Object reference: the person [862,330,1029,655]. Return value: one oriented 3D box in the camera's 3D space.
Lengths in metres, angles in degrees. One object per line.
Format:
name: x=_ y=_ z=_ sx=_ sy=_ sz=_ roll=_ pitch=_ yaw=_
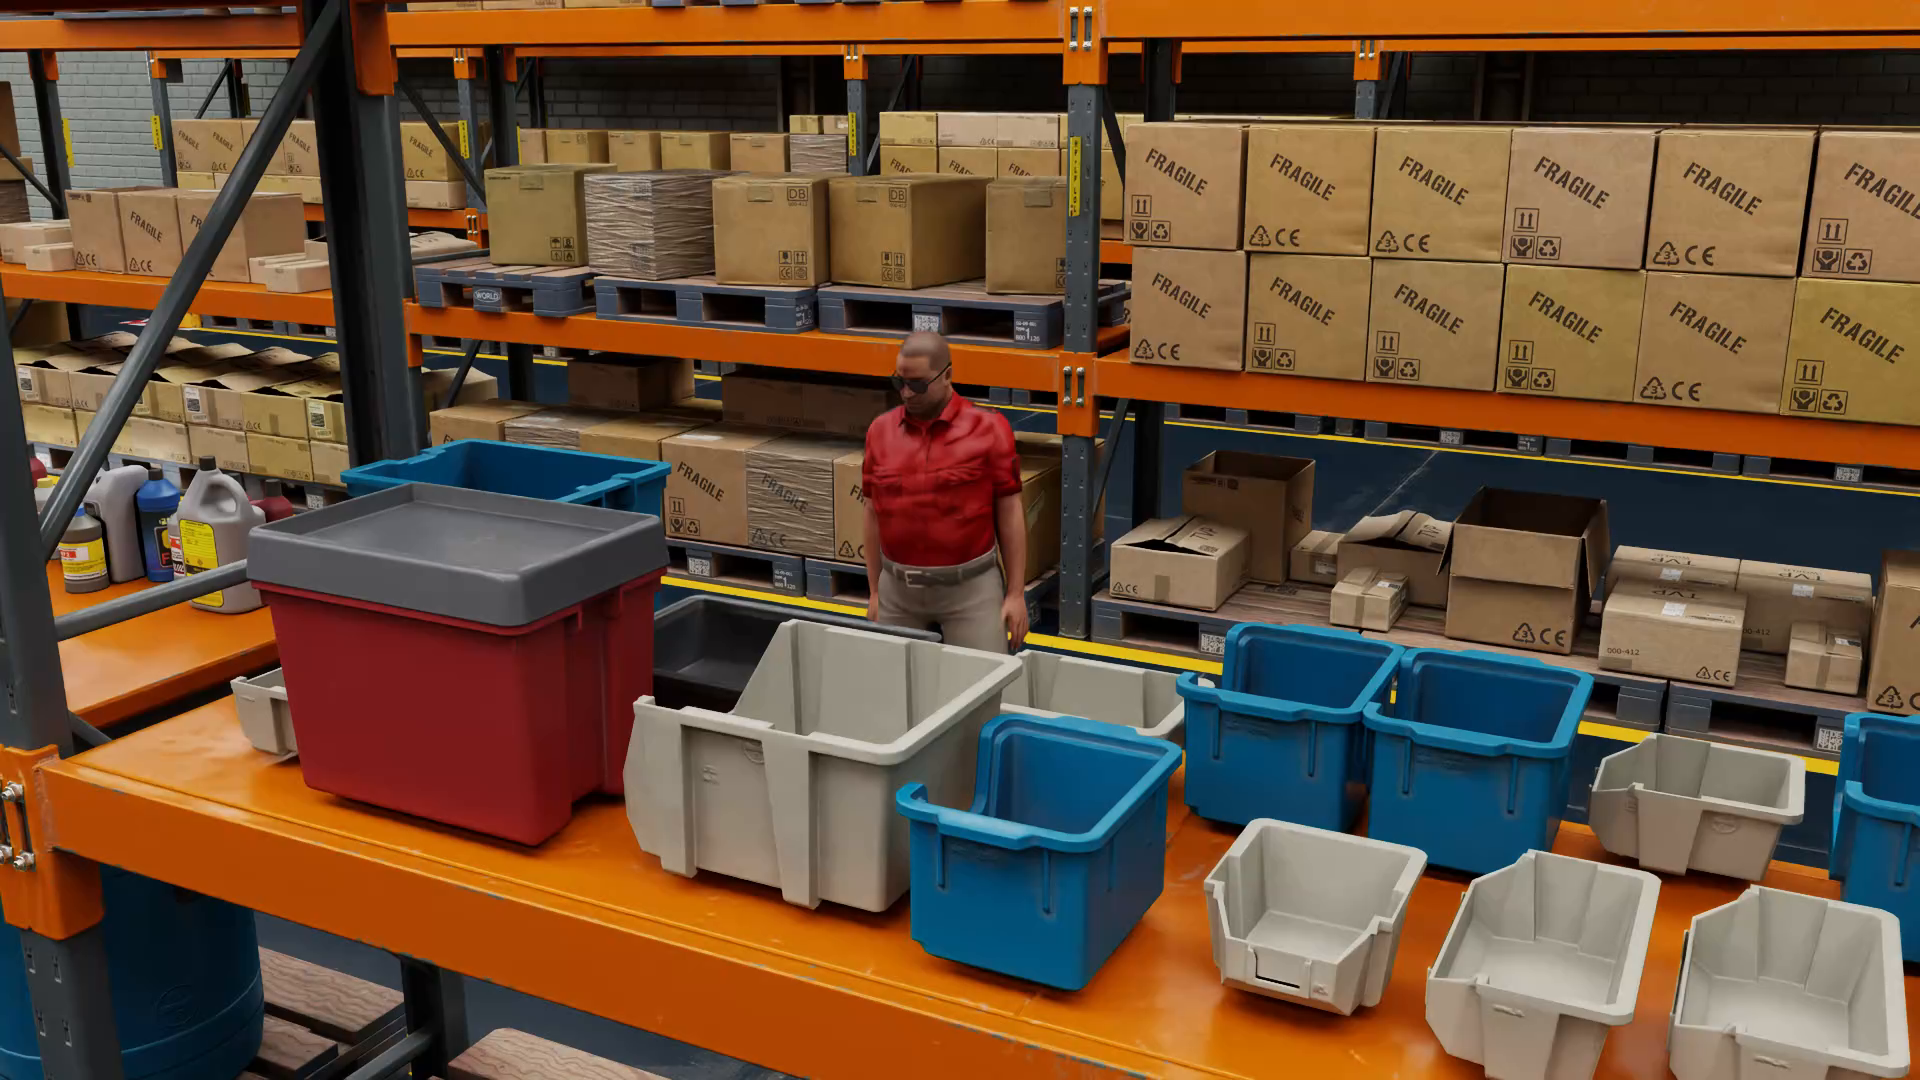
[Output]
person: x=-0.091 y=0.210 z=5.246 sx=0.571 sy=1.725 sz=0.534 roll=6 pitch=17 yaw=20
